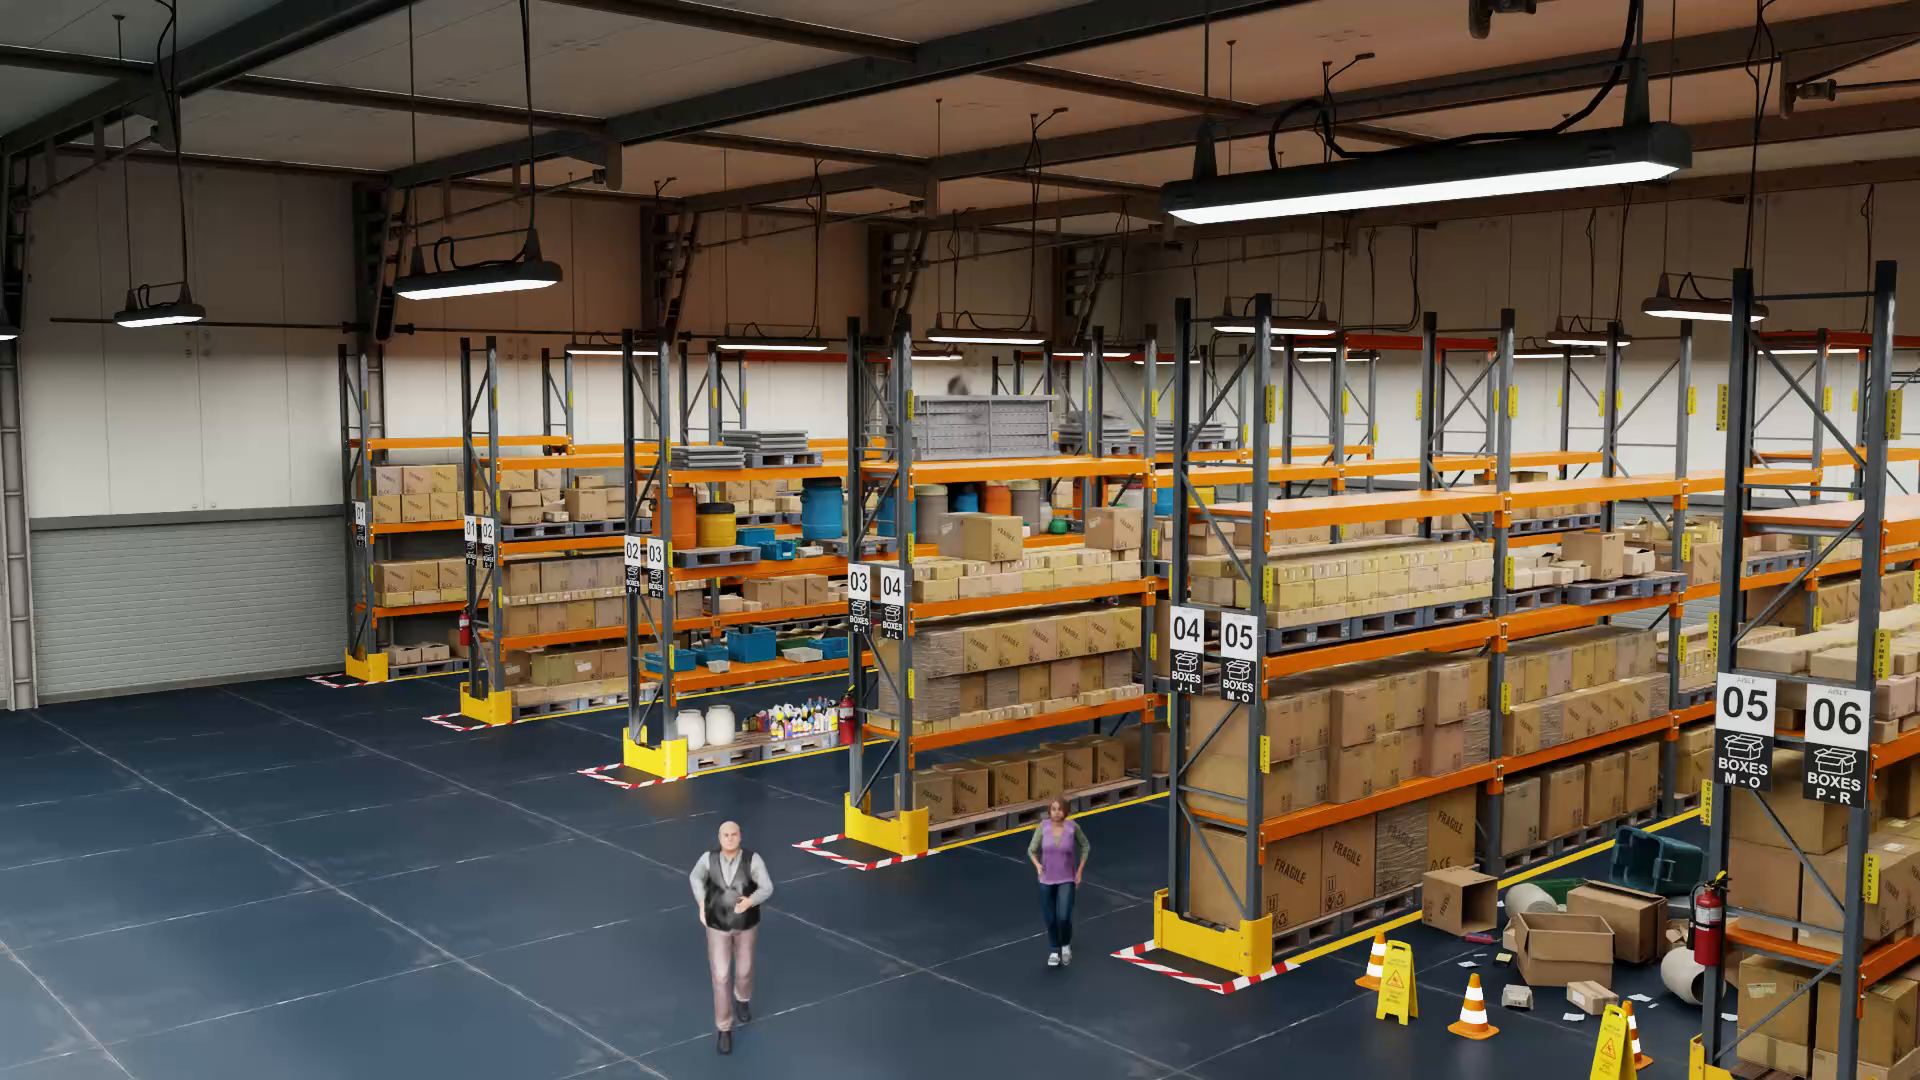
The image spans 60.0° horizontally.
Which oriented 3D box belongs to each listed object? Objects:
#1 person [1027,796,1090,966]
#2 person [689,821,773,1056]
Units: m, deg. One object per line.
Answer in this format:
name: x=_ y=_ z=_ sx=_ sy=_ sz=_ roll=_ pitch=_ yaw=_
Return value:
person: x=0.860 y=3.053 z=14.802 sx=0.542 sy=1.568 sz=0.562 roll=1 pitch=5 yaw=12
person: x=-1.820 y=3.102 z=13.262 sx=0.664 sy=1.746 sz=0.834 roll=-1 pitch=5 yaw=-8
